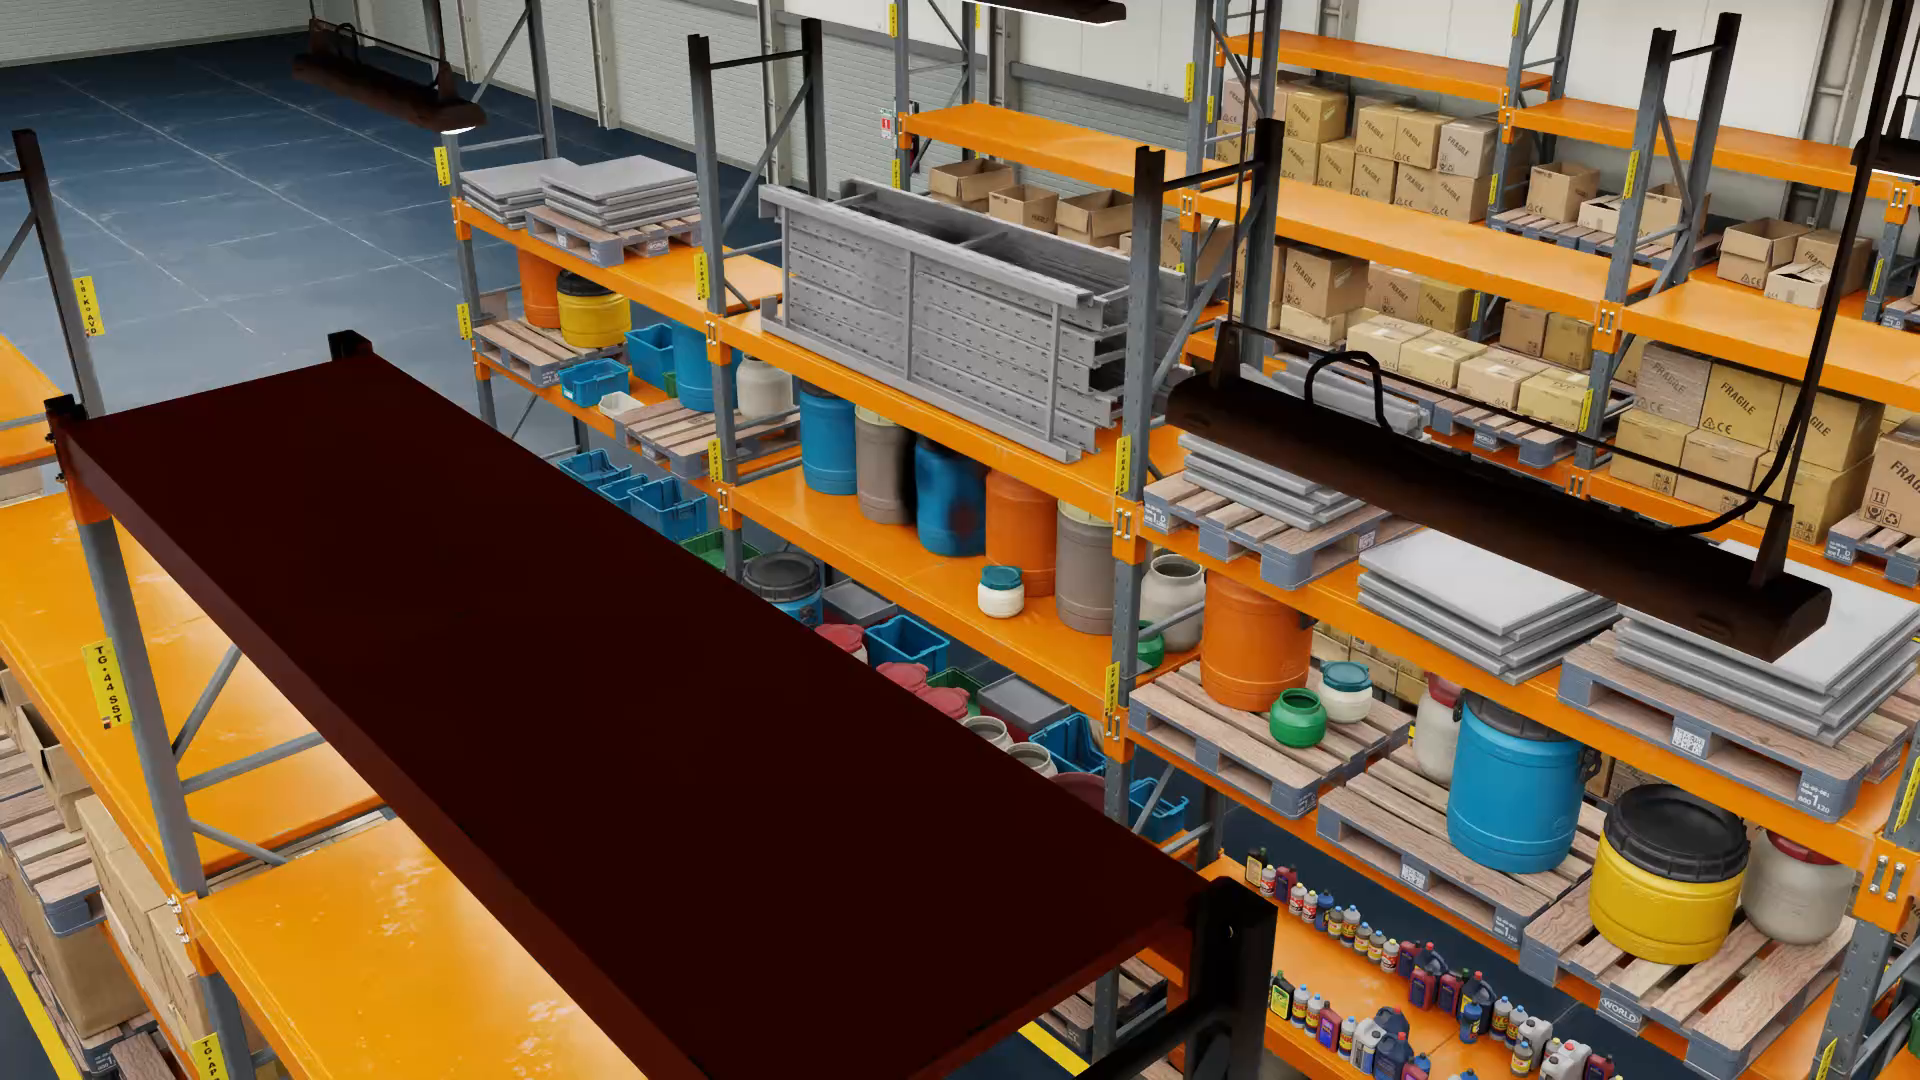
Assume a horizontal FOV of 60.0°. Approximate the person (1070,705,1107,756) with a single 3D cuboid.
[{"bbox_3d":[1.093,1.112,13.528,0.666,1.747,0.802,-14,30,-25],"label":"person"}]
